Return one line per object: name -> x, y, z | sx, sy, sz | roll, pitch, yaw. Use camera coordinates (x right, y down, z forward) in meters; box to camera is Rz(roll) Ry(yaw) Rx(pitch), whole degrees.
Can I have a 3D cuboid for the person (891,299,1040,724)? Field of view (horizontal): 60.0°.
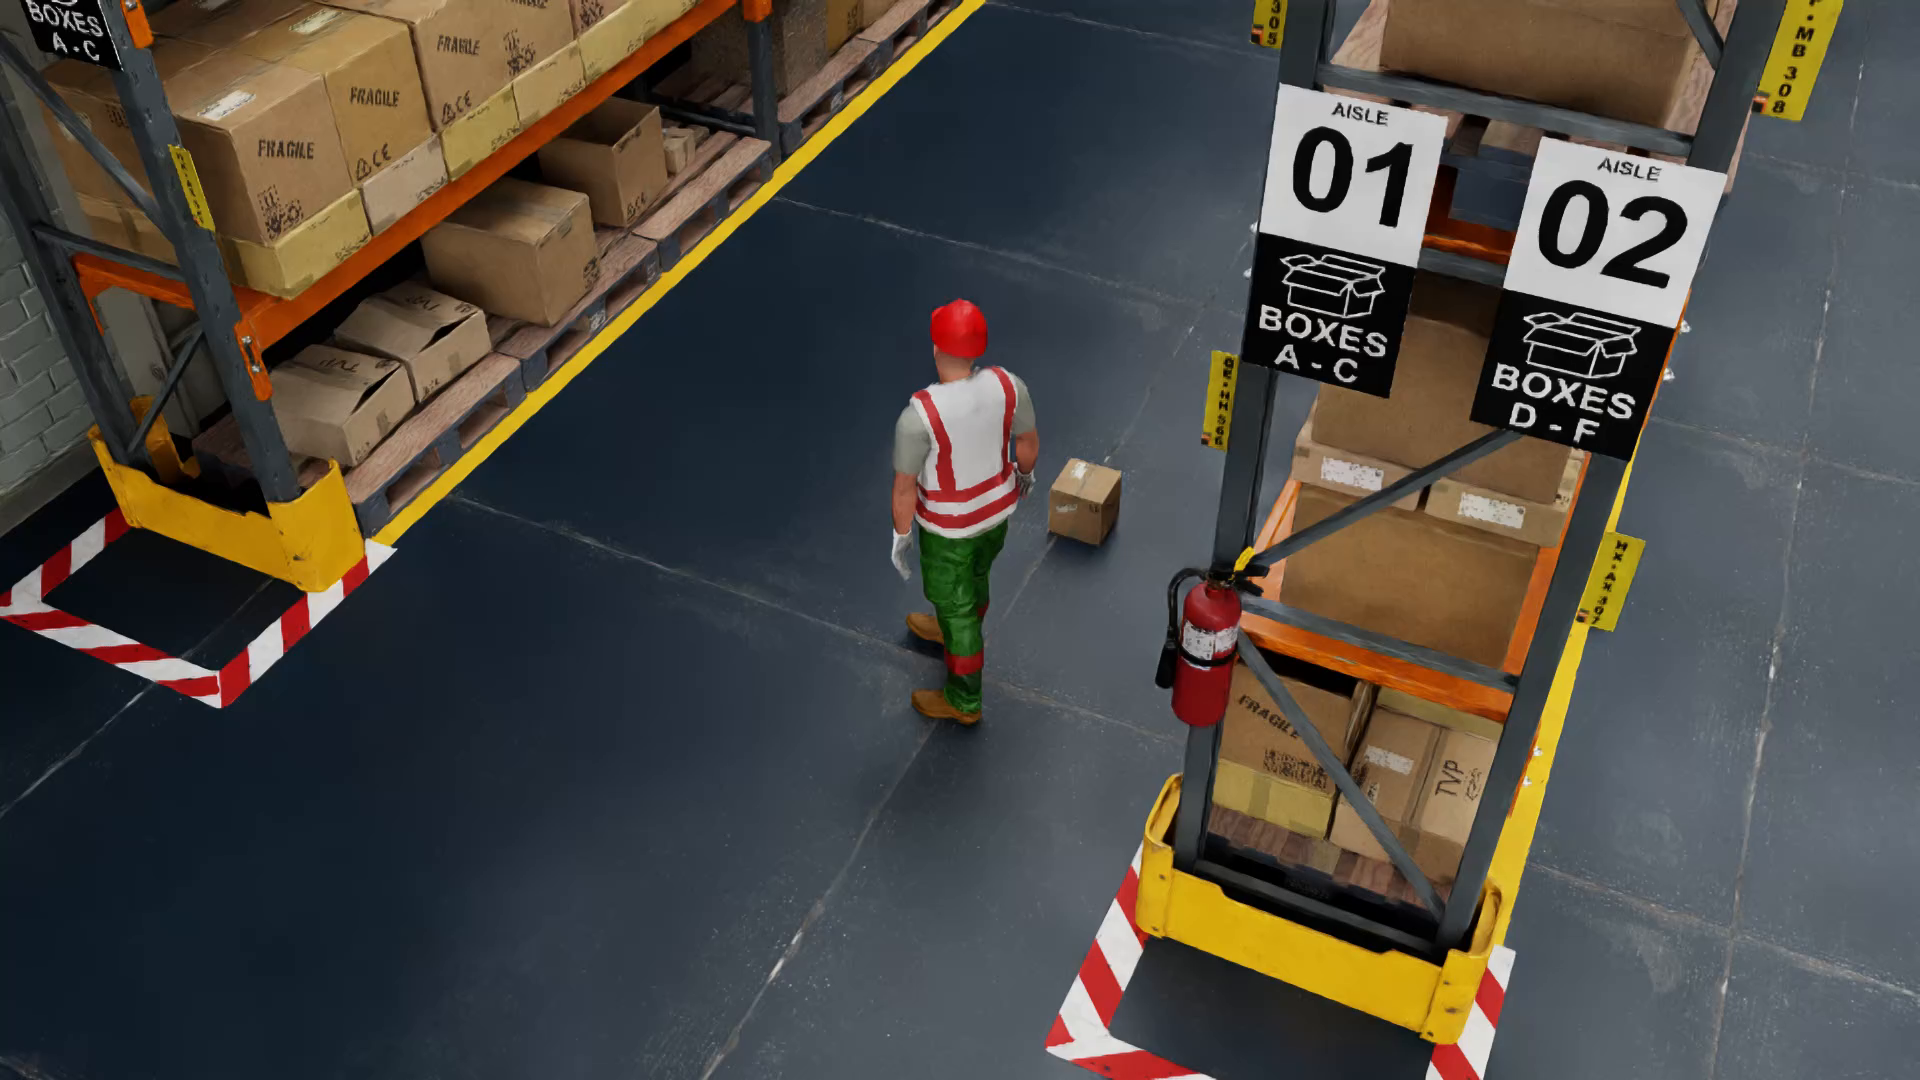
person -> -0.013, -0.145, 6.294 | 0.687, 1.785, 0.615 | -26, 48, -26
